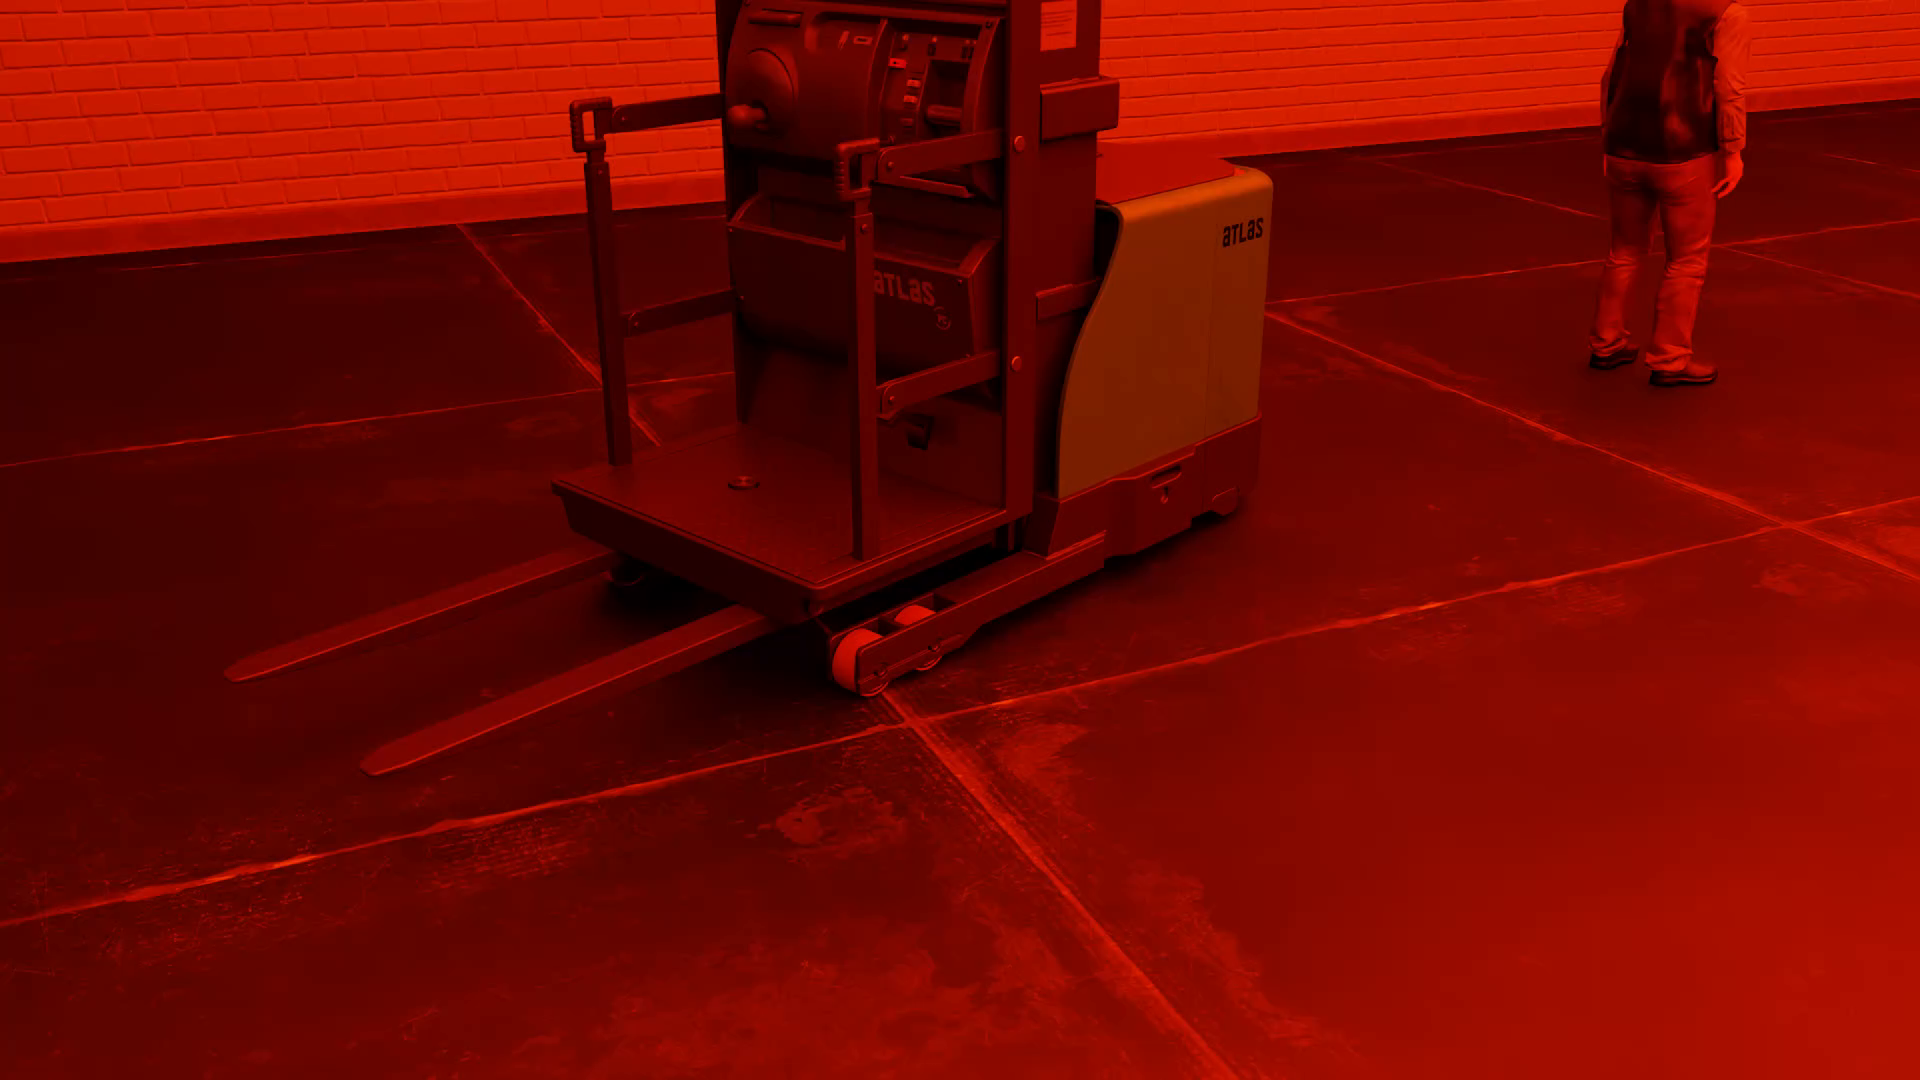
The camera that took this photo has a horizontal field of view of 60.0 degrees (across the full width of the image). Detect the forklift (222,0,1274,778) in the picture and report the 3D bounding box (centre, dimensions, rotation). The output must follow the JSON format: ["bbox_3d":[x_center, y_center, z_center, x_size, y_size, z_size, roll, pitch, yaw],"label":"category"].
[{"bbox_3d":[-0.413,-1.182,4.131,1.130,2.935,3.031,19,29,39],"label":"forklift"}]

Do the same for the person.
[{"bbox_3d":[2.721,-1.483,6.433,0.418,1.722,0.593,-15,27,-31],"label":"person"}]
